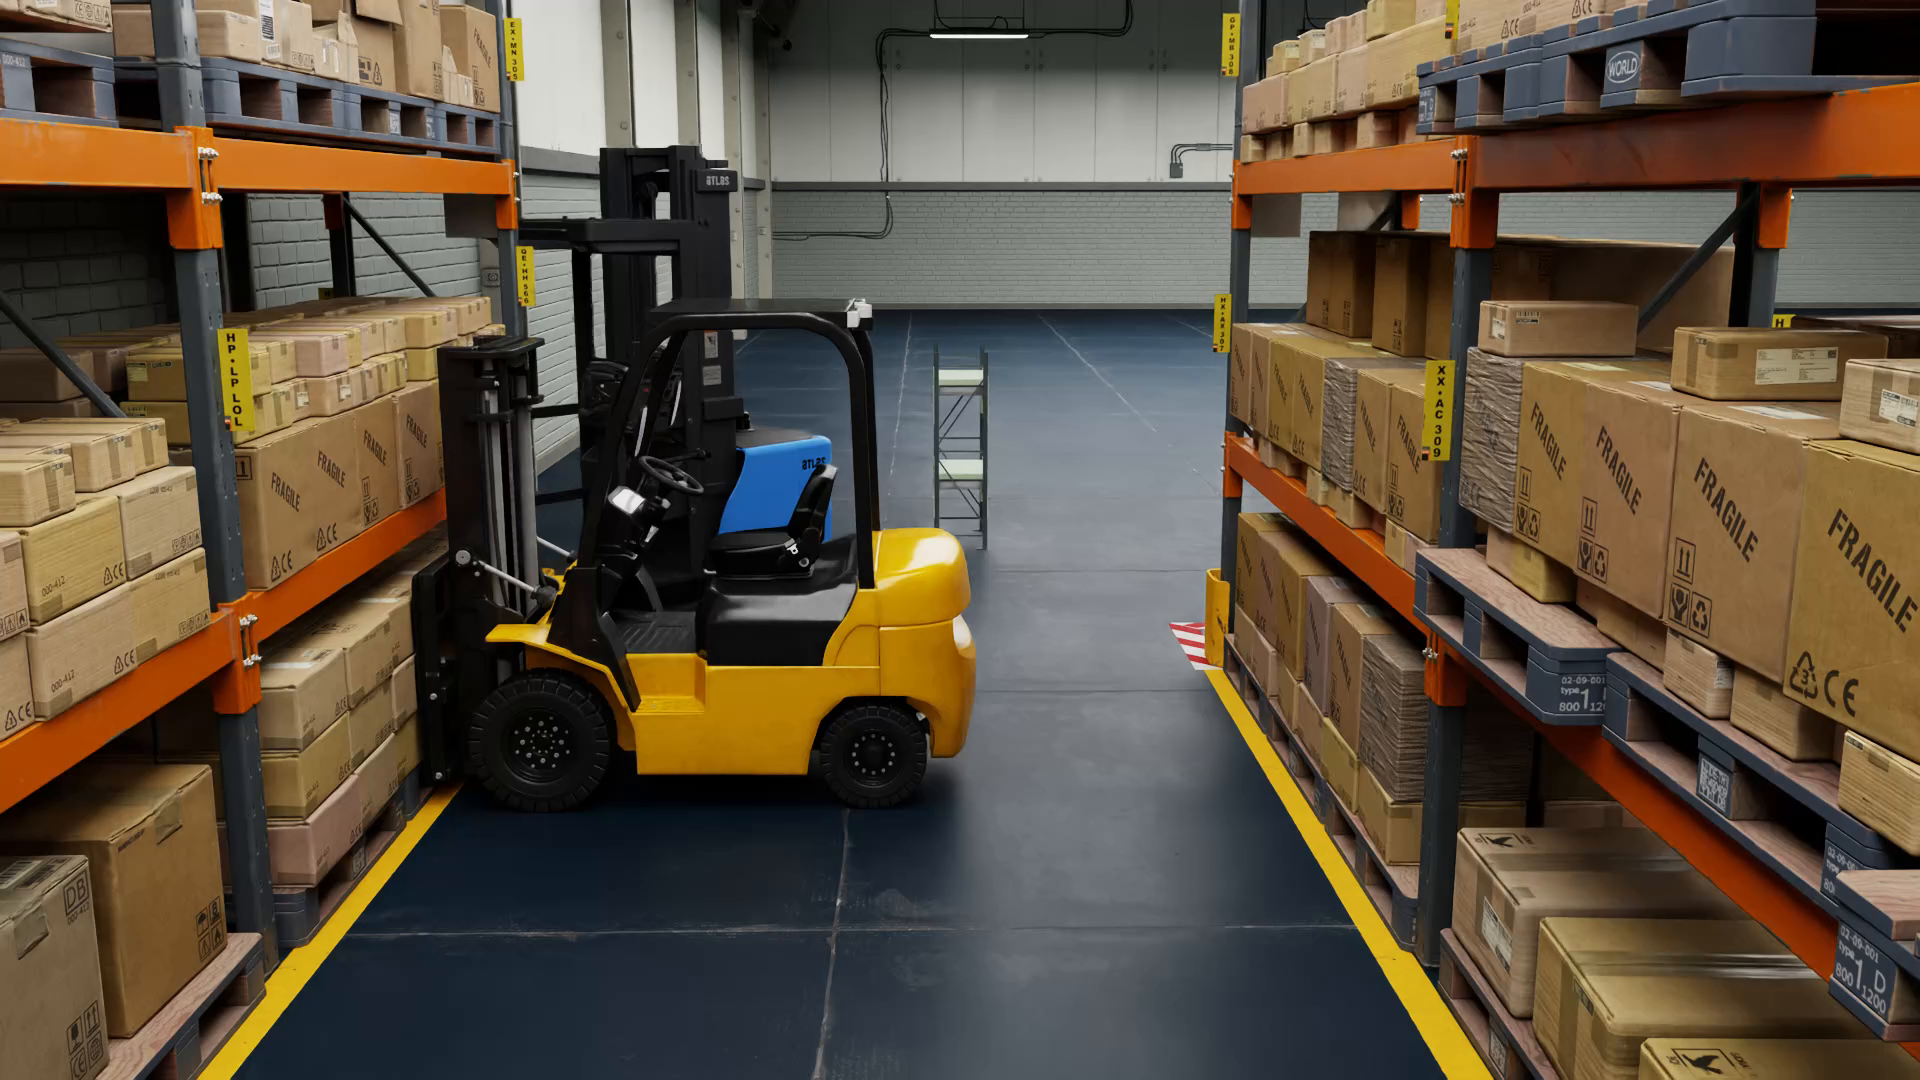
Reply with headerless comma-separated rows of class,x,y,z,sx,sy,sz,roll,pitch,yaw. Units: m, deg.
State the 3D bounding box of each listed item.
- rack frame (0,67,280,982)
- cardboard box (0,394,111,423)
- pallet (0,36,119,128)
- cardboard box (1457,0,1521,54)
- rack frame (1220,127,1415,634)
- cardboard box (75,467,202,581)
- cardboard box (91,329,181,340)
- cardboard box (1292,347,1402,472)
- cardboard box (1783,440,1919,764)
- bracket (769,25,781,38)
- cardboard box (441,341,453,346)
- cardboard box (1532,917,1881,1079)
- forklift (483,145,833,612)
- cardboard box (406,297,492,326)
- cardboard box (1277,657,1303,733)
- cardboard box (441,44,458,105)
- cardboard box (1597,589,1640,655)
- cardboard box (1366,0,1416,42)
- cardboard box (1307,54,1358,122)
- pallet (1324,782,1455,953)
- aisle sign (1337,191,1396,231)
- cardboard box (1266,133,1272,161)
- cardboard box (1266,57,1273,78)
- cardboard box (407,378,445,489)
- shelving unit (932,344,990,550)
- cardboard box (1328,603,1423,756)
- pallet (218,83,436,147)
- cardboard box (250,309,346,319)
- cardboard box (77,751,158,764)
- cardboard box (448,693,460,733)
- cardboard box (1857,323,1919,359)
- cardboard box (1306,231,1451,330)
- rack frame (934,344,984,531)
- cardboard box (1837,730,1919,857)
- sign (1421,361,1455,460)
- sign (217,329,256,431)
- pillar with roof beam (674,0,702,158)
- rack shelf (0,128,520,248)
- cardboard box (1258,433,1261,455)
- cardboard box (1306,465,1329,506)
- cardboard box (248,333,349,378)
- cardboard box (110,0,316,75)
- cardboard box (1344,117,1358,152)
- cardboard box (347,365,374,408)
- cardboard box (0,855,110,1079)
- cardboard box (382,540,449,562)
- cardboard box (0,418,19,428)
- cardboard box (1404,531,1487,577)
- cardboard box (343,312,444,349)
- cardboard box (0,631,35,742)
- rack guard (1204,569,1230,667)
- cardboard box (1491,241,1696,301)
rack frame,-2.862,0.021,5.409,1.000,3.000,0.127,0,11,-1
cardboard box,-3.125,-0.408,5.645,0.380,0.149,0.250,0,11,-1
pallet,-2.830,-1.180,4.266,0.805,0.209,1.217,-1,11,-3
cardboard box,1.712,-1.484,4.608,0.500,0.250,0.500,-1,11,-3
rack frame,2.018,-0.795,9.433,1.000,3.000,0.127,0,11,-1
cardboard box,-2.596,-0.054,4.899,0.500,0.250,0.500,0,11,-2
cardboard box,-3.206,-0.757,6.616,0.380,0.149,0.250,0,11,-2
cardboard box,1.795,-0.589,7.419,0.500,0.500,0.500,0,11,-2
cardboard box,1.863,0.103,2.954,0.500,0.500,0.500,-1,12,-5
bracket,-4.087,-11.218,36.669,0.235,0.232,0.430,0,11,-1
cardboard box,-2.631,-0.868,7.911,0.380,0.149,0.250,-1,11,-3
cardboard box,2.132,1.329,4.515,0.950,0.372,0.625,0,11,2
forklift,-2.189,-0.916,10.201,1.130,2.935,3.031,10,15,40
cardboard box,-2.726,-1.216,8.878,0.380,0.149,0.250,0,11,-1
cardboard box,1.785,0.718,7.834,0.500,0.250,0.500,1,11,3
cardboard box,-2.618,-2.219,7.938,0.396,0.266,0.258,0,11,-1
cardboard box,1.839,0.186,4.175,0.380,0.149,0.250,0,11,0
cardboard box,1.742,-1.954,6.229,0.380,0.149,0.250,0,11,1
cardboard box,1.789,-1.932,7.120,0.500,0.250,0.500,0,11,0
pallet,2.052,1.234,6.448,1.003,0.211,1.213,0,11,-1
aisle sign,2.307,-2.082,9.241,0.394,0.787,0.004,0,11,-1
cardboard box,1.795,-2.023,8.572,0.380,0.149,0.250,-1,11,-3
cardboard box,1.822,-2.461,8.728,0.380,0.149,0.250,0,11,-2
cardboard box,-2.659,-0.521,7.831,0.500,0.500,0.500,0,11,-2
shelving unit,0.000,-0.736,12.917,0.431,1.500,0.755,0,11,-1
cardboard box,1.808,0.557,6.743,0.500,0.500,0.500,0,11,0
pallet,-2.927,-1.817,7.148,1.003,0.211,1.213,0,11,-1
cardboard box,-3.139,-1.013,7.875,0.380,0.149,0.250,0,11,1
cardboard box,-3.077,0.822,6.064,0.500,0.250,0.500,0,11,-2
cardboard box,-2.583,0.762,7.620,0.500,0.250,0.500,0,11,1
cardboard box,2.393,-0.436,3.977,0.380,0.149,0.250,-1,11,-4
cardboard box,2.247,-1.379,8.798,0.700,0.500,0.500,-1,11,-3
rack frame,-0.008,-0.809,13.275,0.400,1.500,0.023,0,11,-1
cardboard box,1.797,0.441,2.917,0.380,0.149,0.250,0,11,0
sign,1.559,-0.420,5.409,0.100,0.325,0.005,0,11,-1
sign,-2.319,-0.511,5.323,0.100,0.325,0.005,0,11,-1
pillar with roof beam,0.101,-7.168,25.756,9.100,9.000,0.400,0,11,-1
rack shelf,-2.903,-1.494,7.142,1.077,0.370,4.000,0,11,-1
cardboard box,1.762,-0.500,8.612,0.380,0.149,0.250,-1,11,-3
cardboard box,1.748,-0.243,7.345,0.380,0.149,0.250,0,11,-1
cardboard box,-2.584,-0.710,6.382,0.380,0.149,0.250,0,11,0
cardboard box,-2.635,-1.826,5.888,0.500,0.311,0.500,0,11,0
cardboard box,1.853,-1.716,7.060,0.380,0.149,0.250,0,11,-2
cardboard box,-2.580,-0.615,6.661,0.380,0.149,0.250,0,11,-2
cardboard box,-2.831,1.237,4.332,0.875,0.625,0.625,0,11,-2
cardboard box,-2.586,0.170,8.022,0.500,0.250,0.500,0,11,0
cardboard box,-3.069,-0.275,4.986,0.380,0.149,0.250,0,11,-2
cardboard box,1.789,0.061,5.847,0.380,0.149,0.250,0,11,-2
cardboard box,-2.600,-0.963,7.629,0.380,0.149,0.250,0,11,0
cardboard box,-2.594,0.393,3.956,0.500,0.250,0.500,0,11,-1
rack guard,2.020,0.445,9.607,1.175,0.500,0.348,0,11,-1
cardboard box,2.320,-0.875,6.311,0.700,0.500,0.500,0,11,-1
